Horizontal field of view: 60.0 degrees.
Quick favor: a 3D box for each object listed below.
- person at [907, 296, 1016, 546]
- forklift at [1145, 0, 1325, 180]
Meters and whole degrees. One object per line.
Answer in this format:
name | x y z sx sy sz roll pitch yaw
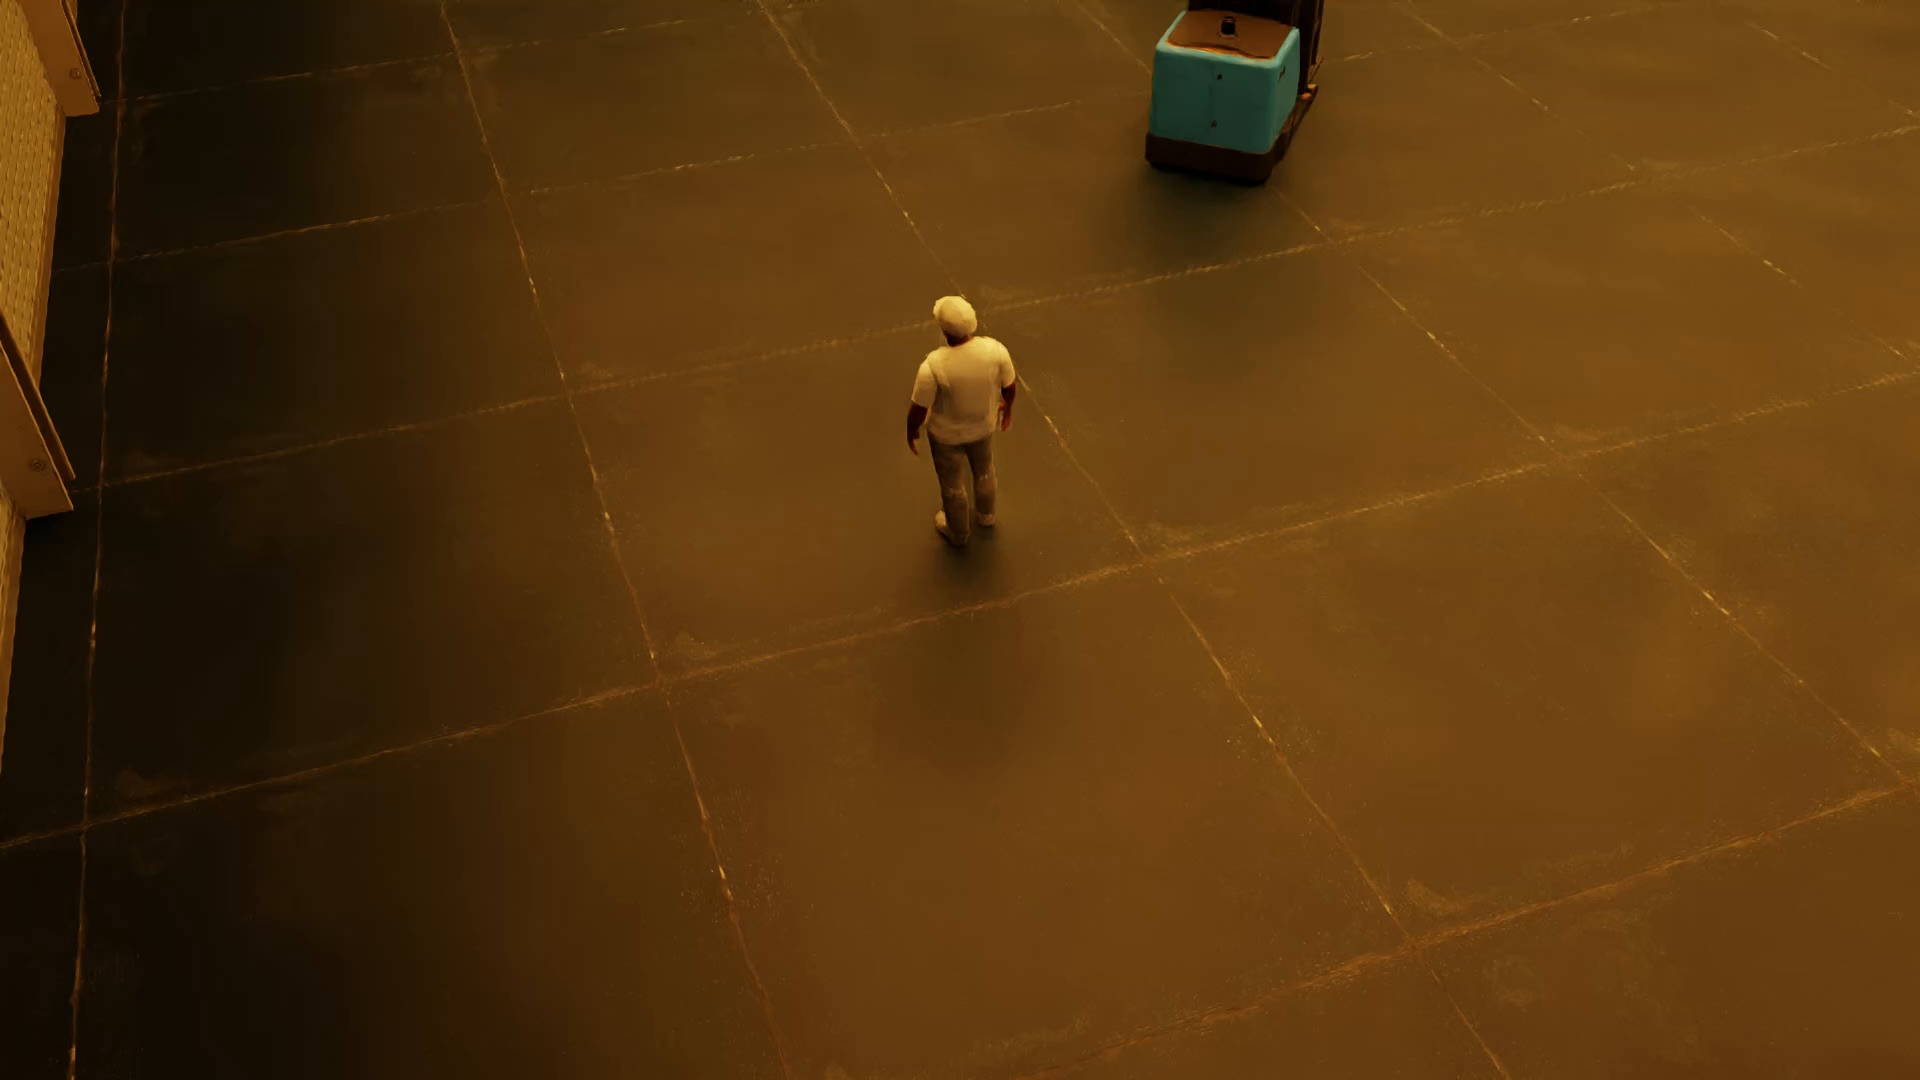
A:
person | -0.020 -0.726 9.756 0.665 1.766 0.572 -13 42 -15
forklift | 2.578 -5.038 13.996 1.130 2.935 3.031 14 42 17
